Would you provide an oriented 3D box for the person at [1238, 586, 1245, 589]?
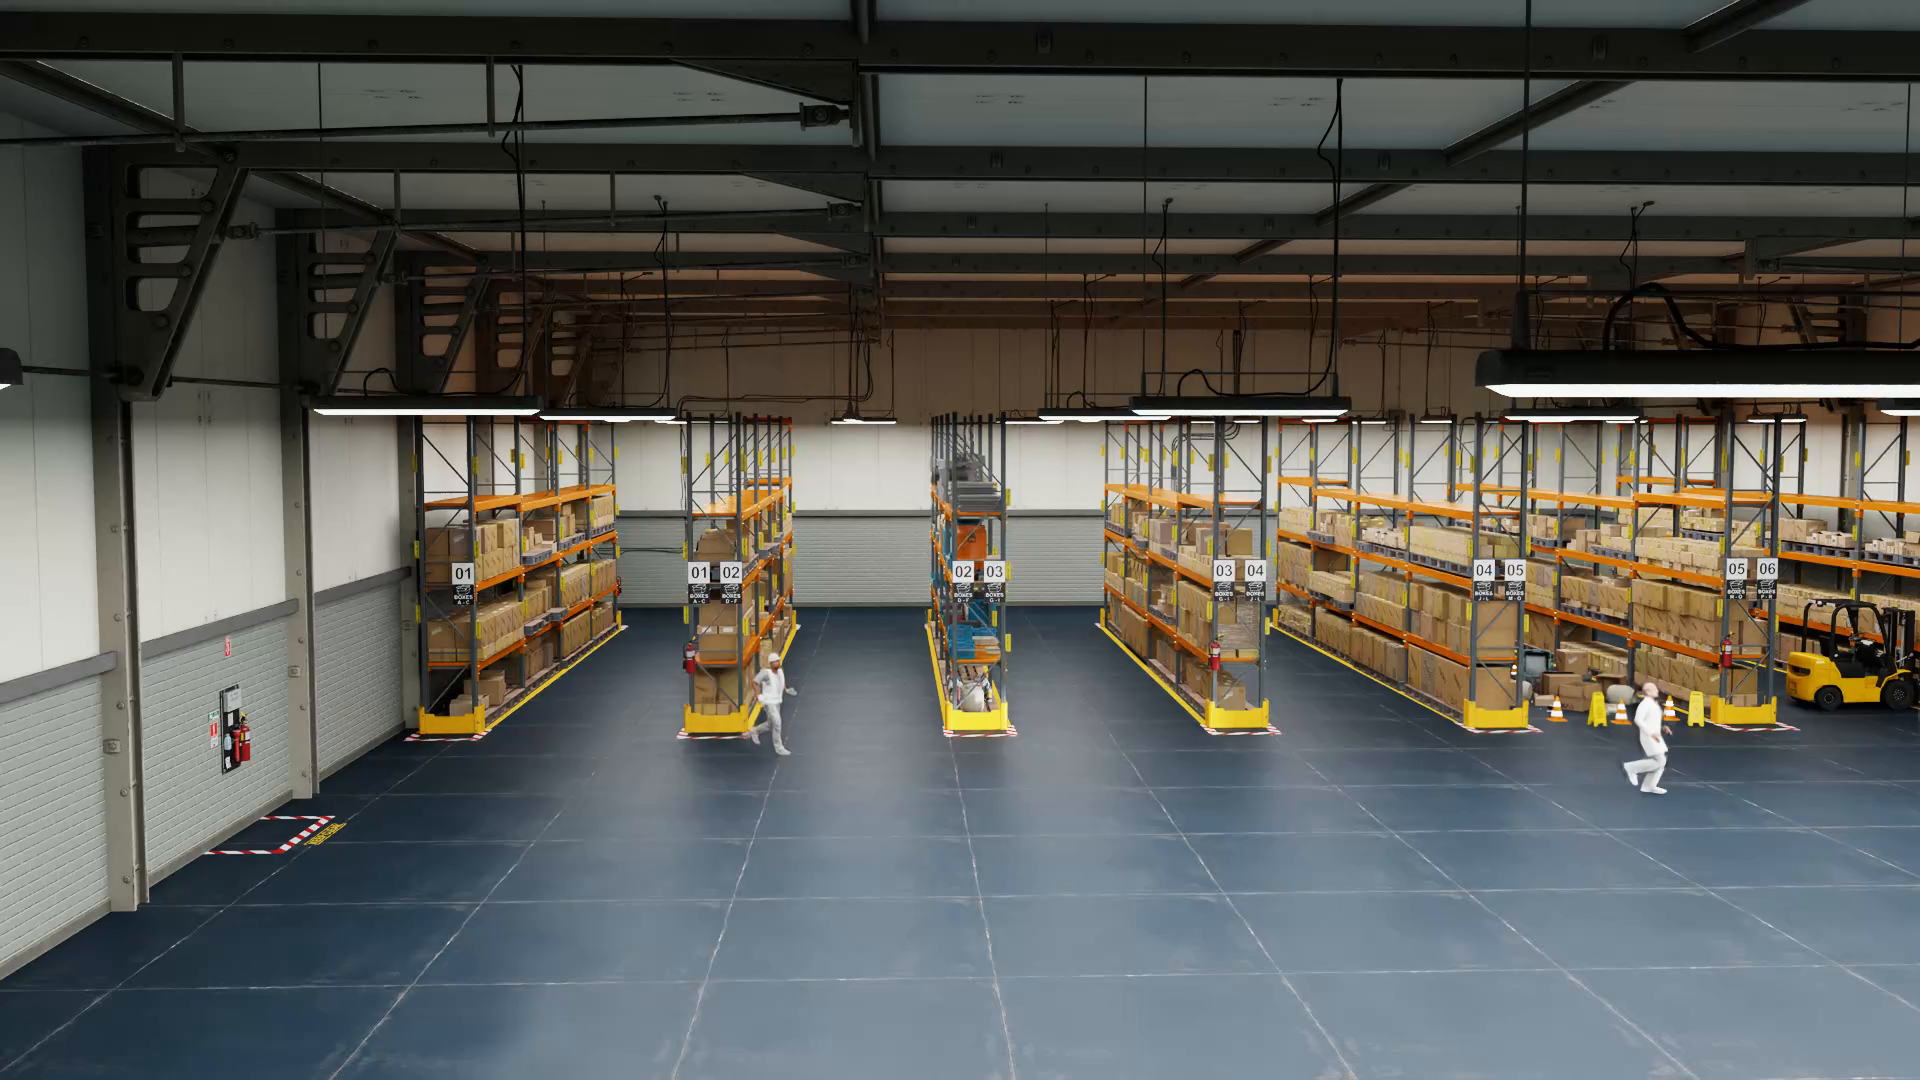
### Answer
[{"bbox_3d":[7.833,1.716,46.423,0.788,1.697,0.591,0,4,4],"label":"person"}]

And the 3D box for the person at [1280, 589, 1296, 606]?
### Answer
[{"bbox_3d":[9.762,1.563,48.847,0.645,1.706,0.665,0,4,2],"label":"person"}]

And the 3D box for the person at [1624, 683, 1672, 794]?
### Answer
[{"bbox_3d":[10.756,3.090,25.992,0.643,1.727,0.706,2,5,32],"label":"person"}]

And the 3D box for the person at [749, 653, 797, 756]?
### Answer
[{"bbox_3d":[-3.359,2.858,29.182,0.945,1.772,0.657,2,4,29],"label":"person"}]
